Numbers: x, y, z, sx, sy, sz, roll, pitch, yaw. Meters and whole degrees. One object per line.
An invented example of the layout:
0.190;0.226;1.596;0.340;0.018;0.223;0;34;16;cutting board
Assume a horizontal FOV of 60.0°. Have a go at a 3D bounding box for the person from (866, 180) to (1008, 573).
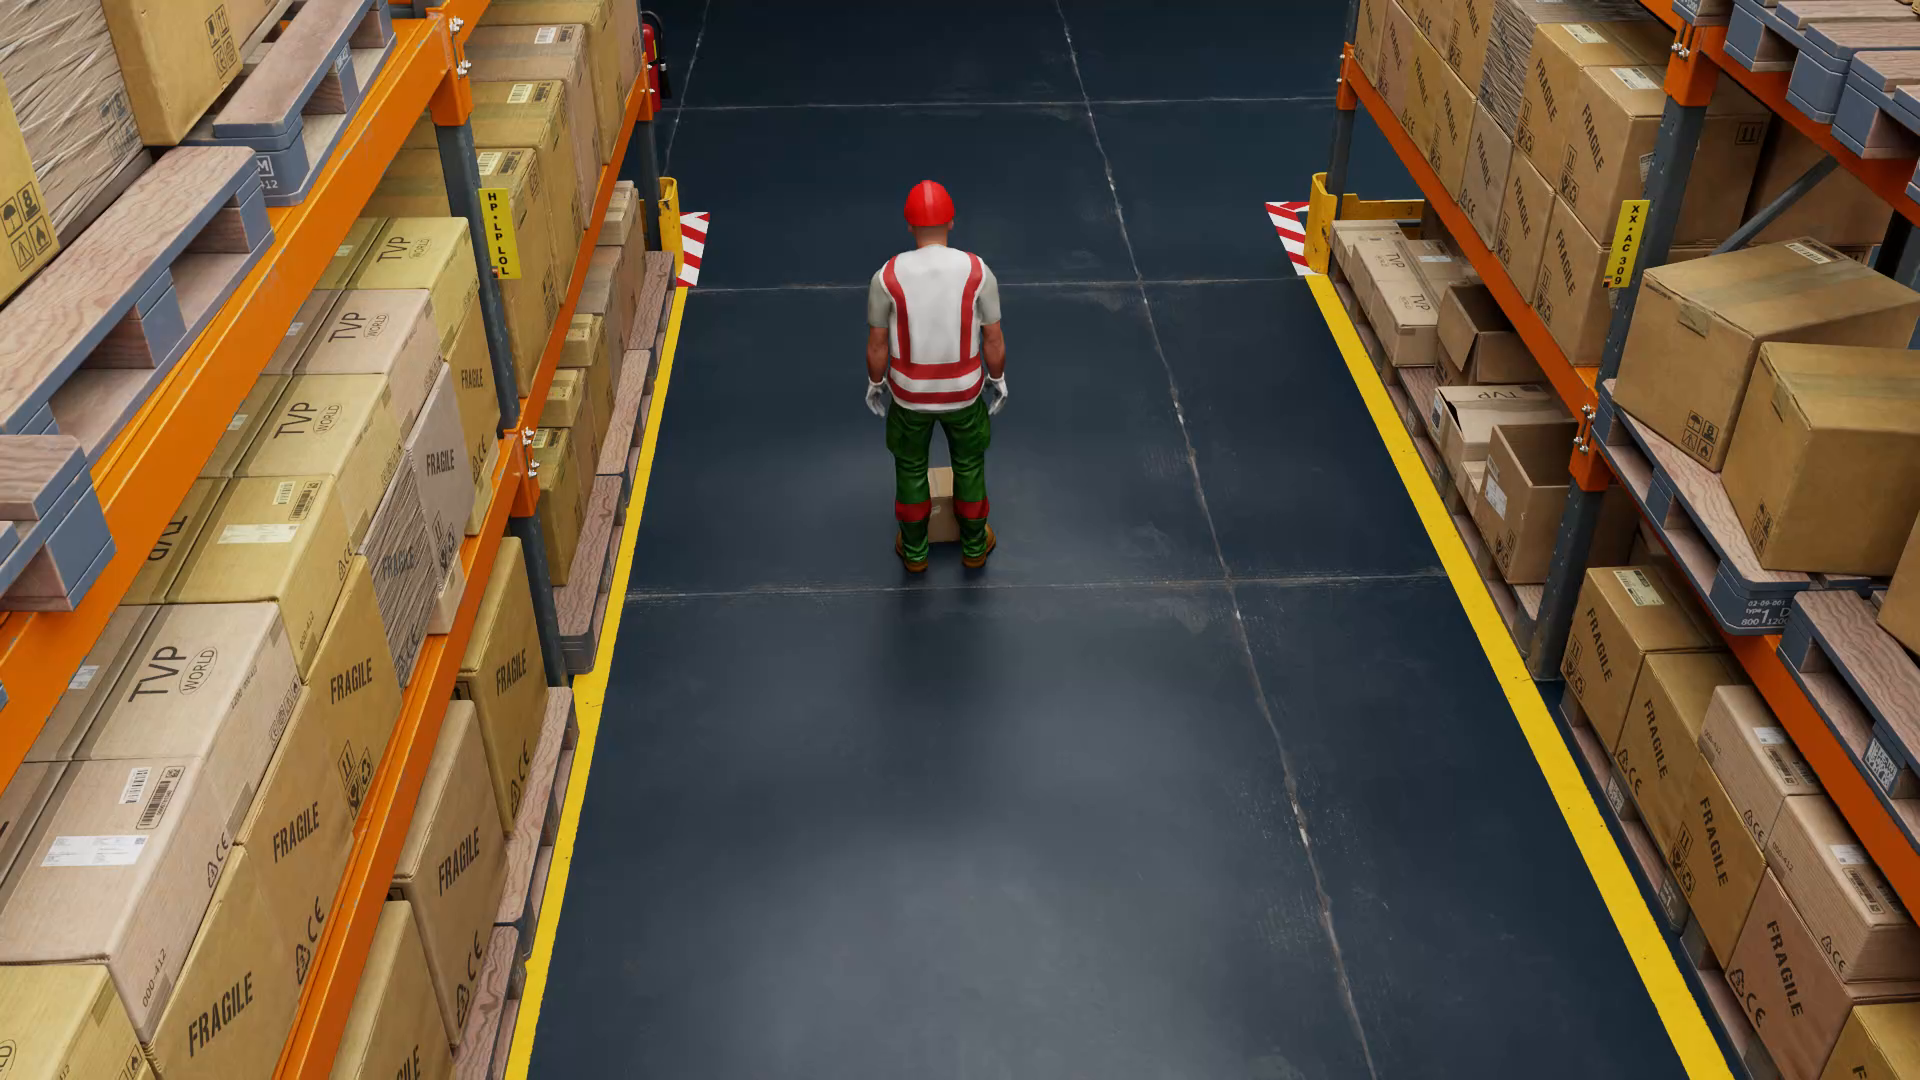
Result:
-0.098;-0.656;7.073;0.606;1.778;0.452;-1;35;-2;person
